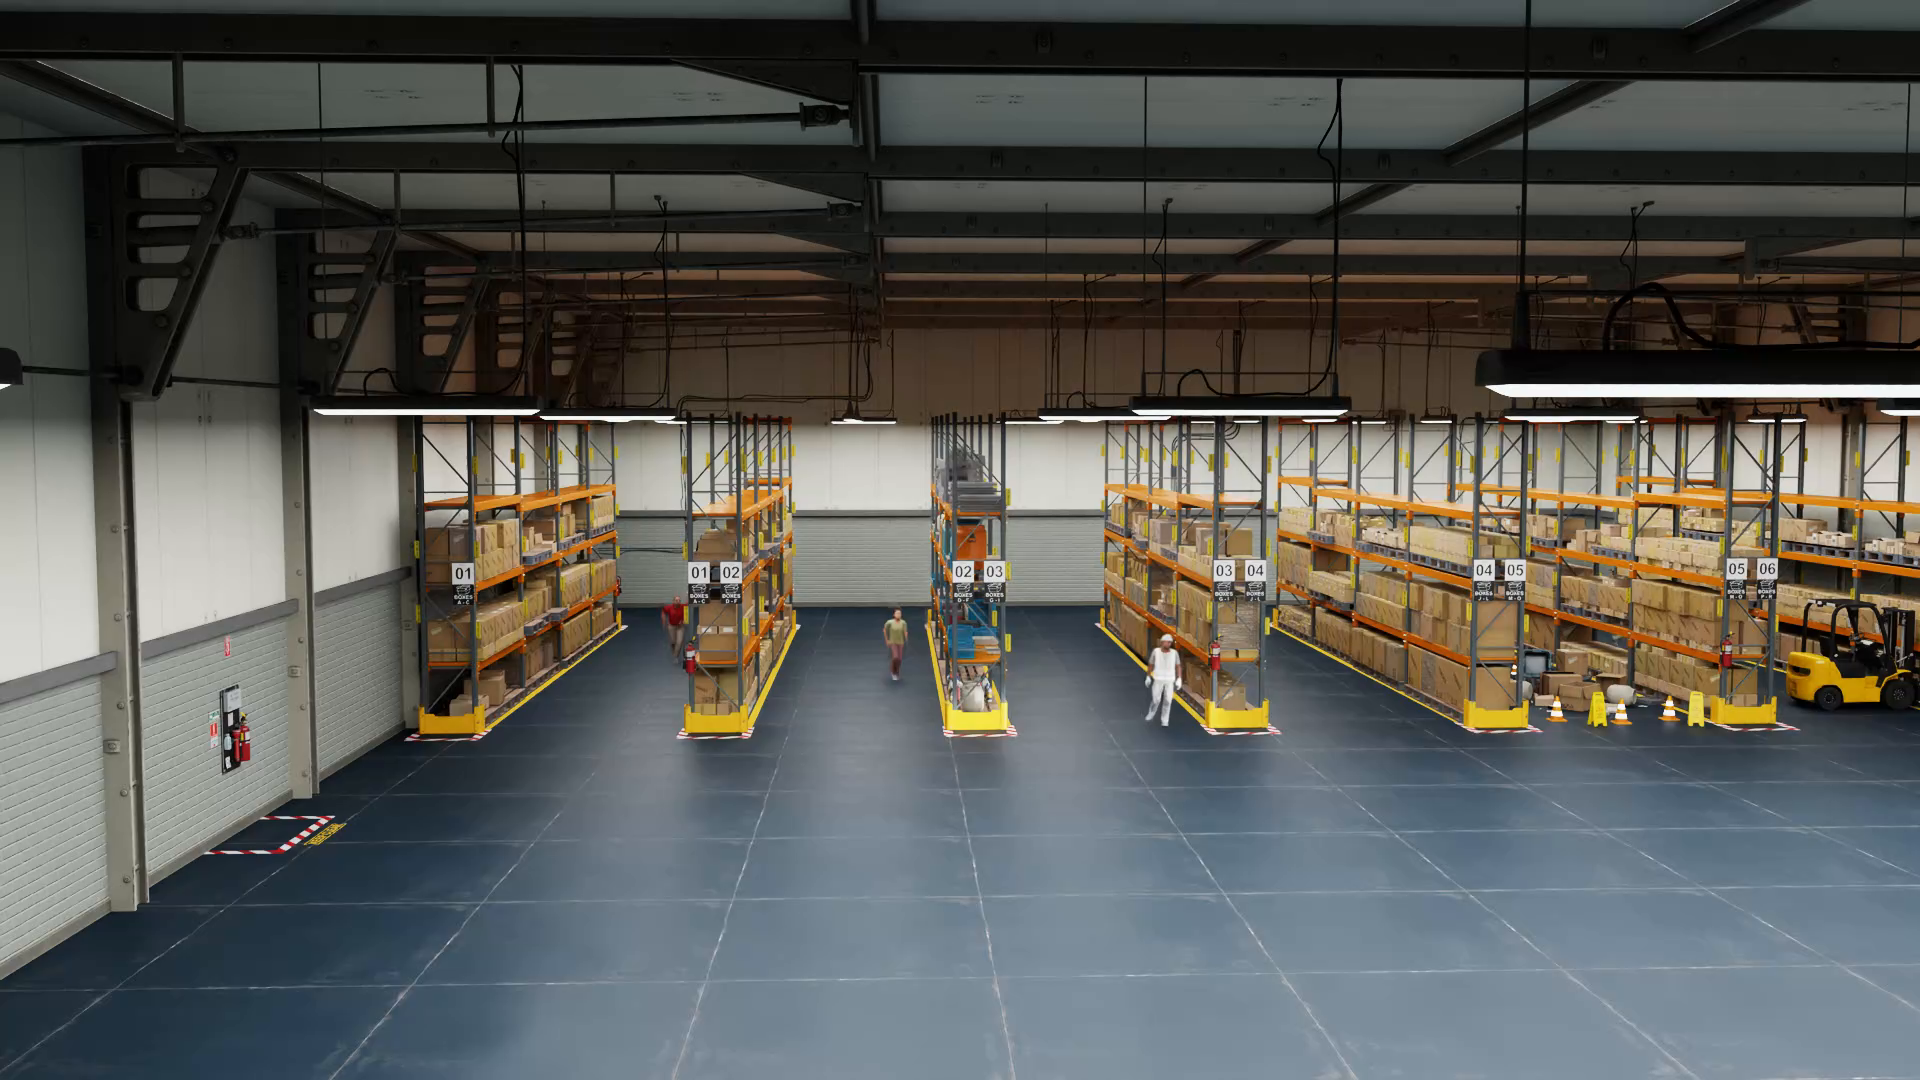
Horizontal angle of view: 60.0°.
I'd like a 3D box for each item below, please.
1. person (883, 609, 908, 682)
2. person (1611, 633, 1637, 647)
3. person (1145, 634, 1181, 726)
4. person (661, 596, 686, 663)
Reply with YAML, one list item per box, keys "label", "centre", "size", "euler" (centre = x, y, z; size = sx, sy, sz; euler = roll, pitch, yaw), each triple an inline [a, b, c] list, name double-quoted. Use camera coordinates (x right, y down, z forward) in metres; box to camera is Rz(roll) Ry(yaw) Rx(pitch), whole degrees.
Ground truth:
- label: "person"
  centre: [-1.428, 2.355, 37.454]
  size: [0.523, 1.644, 0.733]
  euler: [-1, 4, -21]
- label: "person"
  centre: [16.937, 1.920, 42.480]
  size: [0.629, 1.763, 0.977]
  euler: [-1, 4, -13]
- label: "person"
  centre: [3.870, 2.662, 31.703]
  size: [0.649, 1.760, 0.515]
  euler: [0, 4, -3]
- label: "person"
  centre: [-6.887, 2.168, 40.334]
  size: [0.666, 1.656, 0.745]
  euler: [-1, 4, -15]
